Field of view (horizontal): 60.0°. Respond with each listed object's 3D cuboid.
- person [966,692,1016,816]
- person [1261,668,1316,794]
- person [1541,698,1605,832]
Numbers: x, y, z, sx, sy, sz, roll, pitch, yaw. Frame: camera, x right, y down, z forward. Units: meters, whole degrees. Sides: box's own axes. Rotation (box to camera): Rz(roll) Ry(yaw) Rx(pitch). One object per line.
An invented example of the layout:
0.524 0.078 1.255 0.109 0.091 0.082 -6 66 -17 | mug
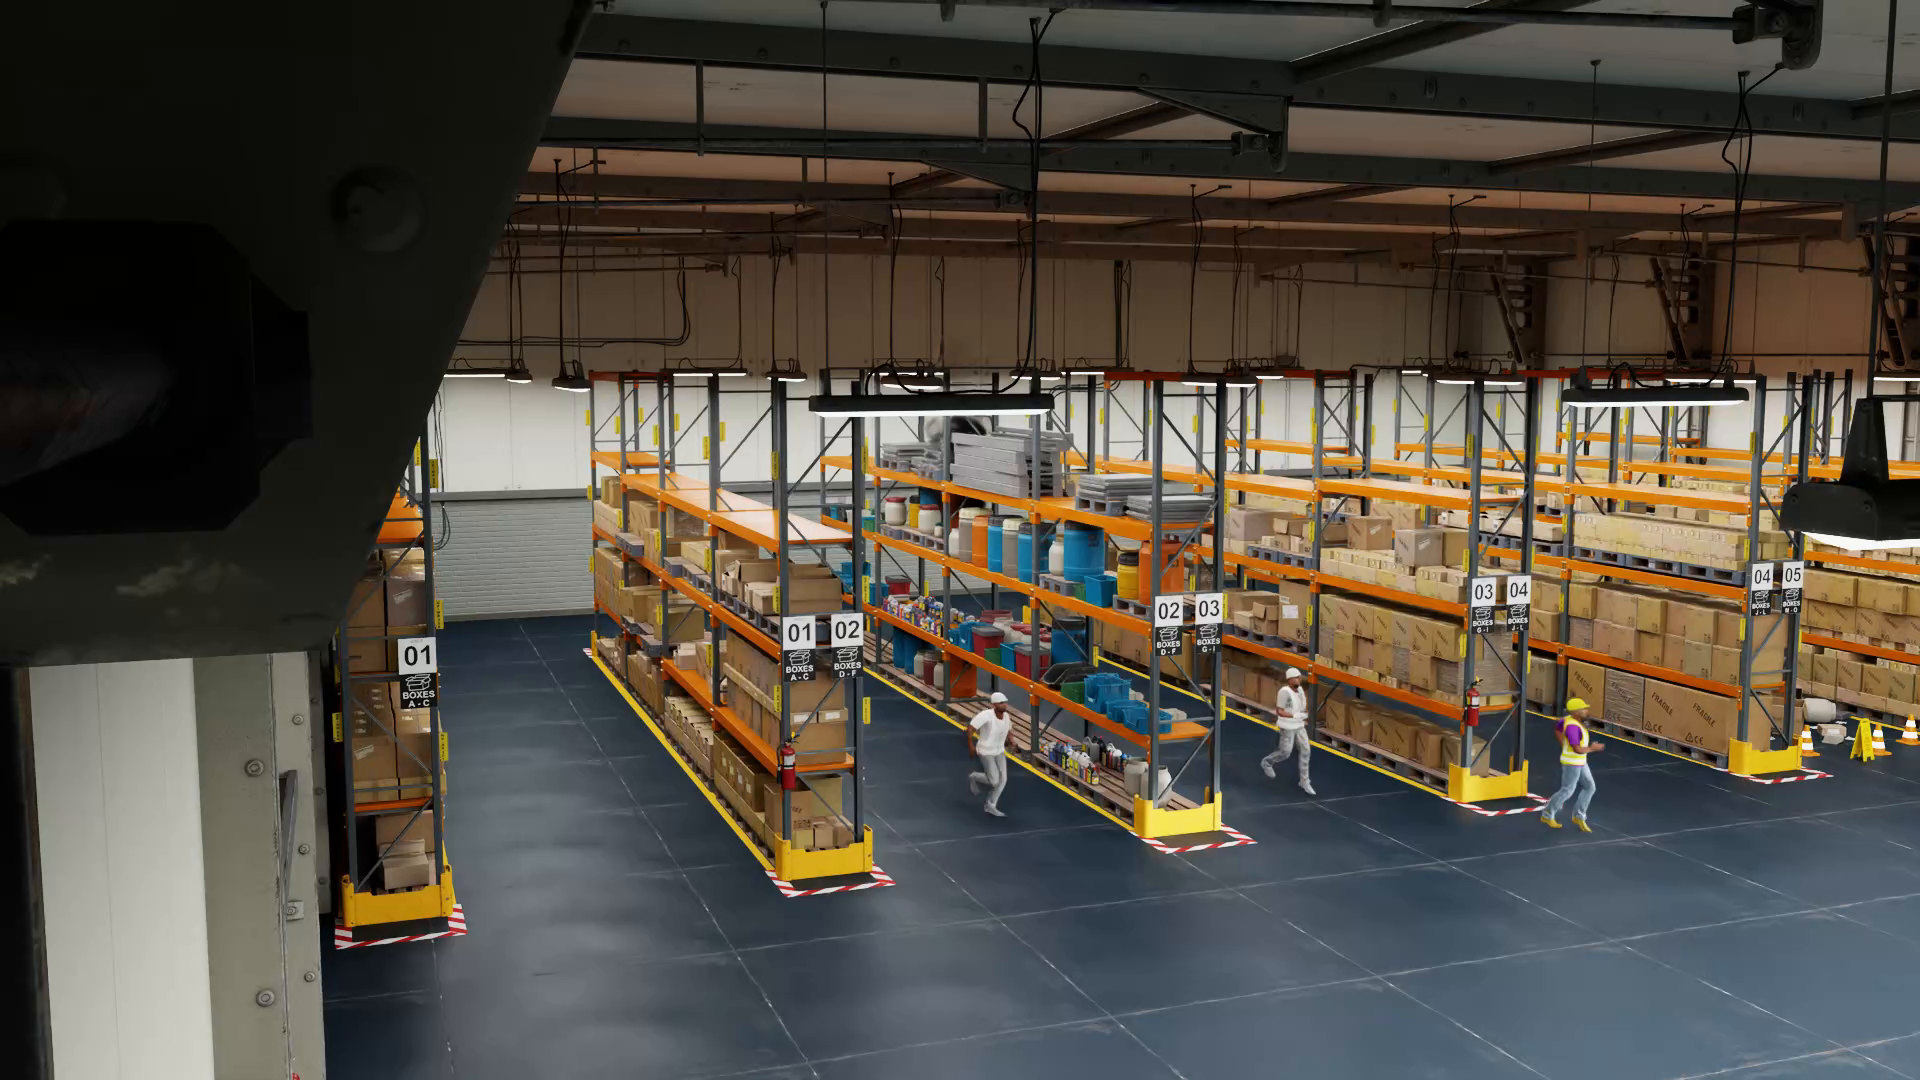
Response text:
0.418 2.938 22.992 0.741 1.717 0.698 -6 9 -41 | person
4.799 2.758 24.277 0.948 1.828 0.703 6 9 45 | person
8.134 3.001 22.040 0.770 1.839 0.702 3 7 27 | person
